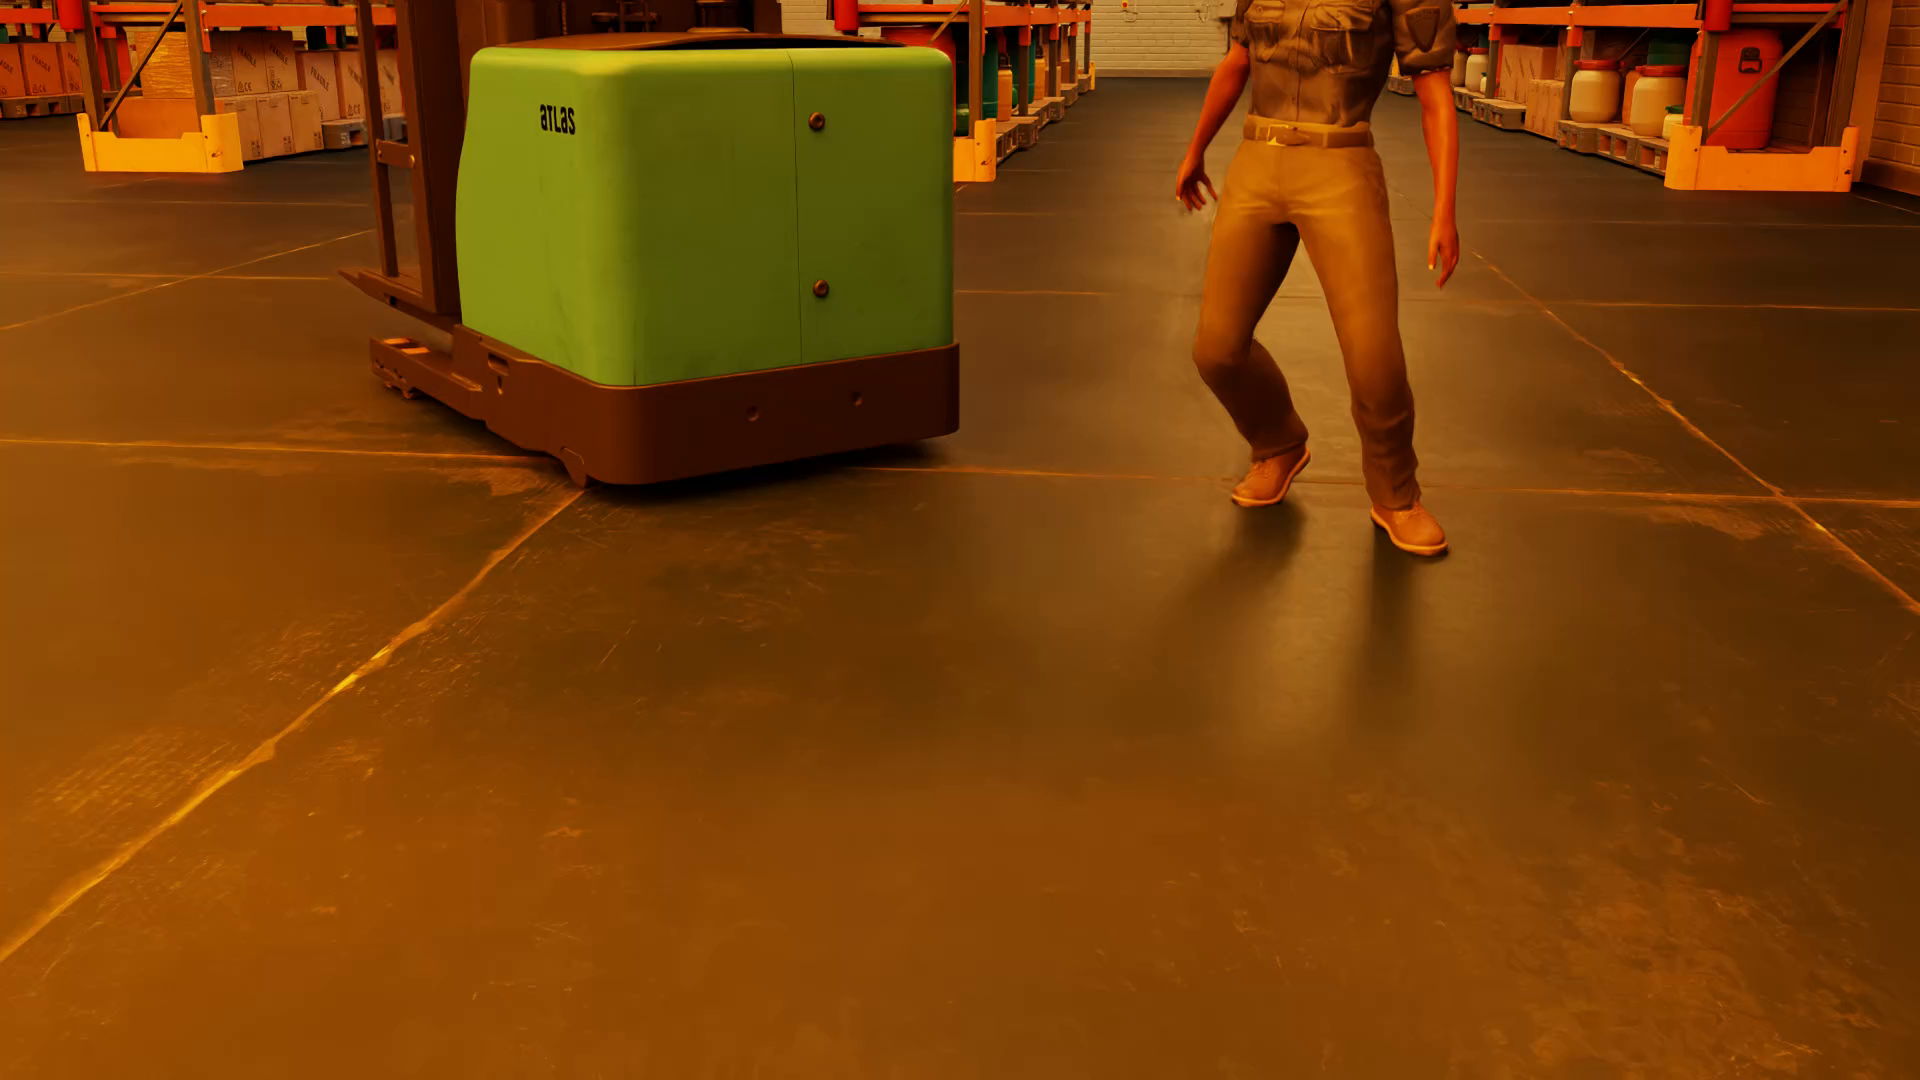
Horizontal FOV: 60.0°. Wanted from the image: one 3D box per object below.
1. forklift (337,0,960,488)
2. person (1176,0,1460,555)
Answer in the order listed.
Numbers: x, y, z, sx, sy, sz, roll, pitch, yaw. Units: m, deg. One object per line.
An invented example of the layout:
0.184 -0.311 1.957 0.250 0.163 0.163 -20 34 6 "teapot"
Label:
-1.253 -1.912 5.016 1.130 2.935 3.031 -12 21 -33 "forklift"
0.824 -0.812 3.797 0.817 1.588 0.466 16 24 41 "person"
